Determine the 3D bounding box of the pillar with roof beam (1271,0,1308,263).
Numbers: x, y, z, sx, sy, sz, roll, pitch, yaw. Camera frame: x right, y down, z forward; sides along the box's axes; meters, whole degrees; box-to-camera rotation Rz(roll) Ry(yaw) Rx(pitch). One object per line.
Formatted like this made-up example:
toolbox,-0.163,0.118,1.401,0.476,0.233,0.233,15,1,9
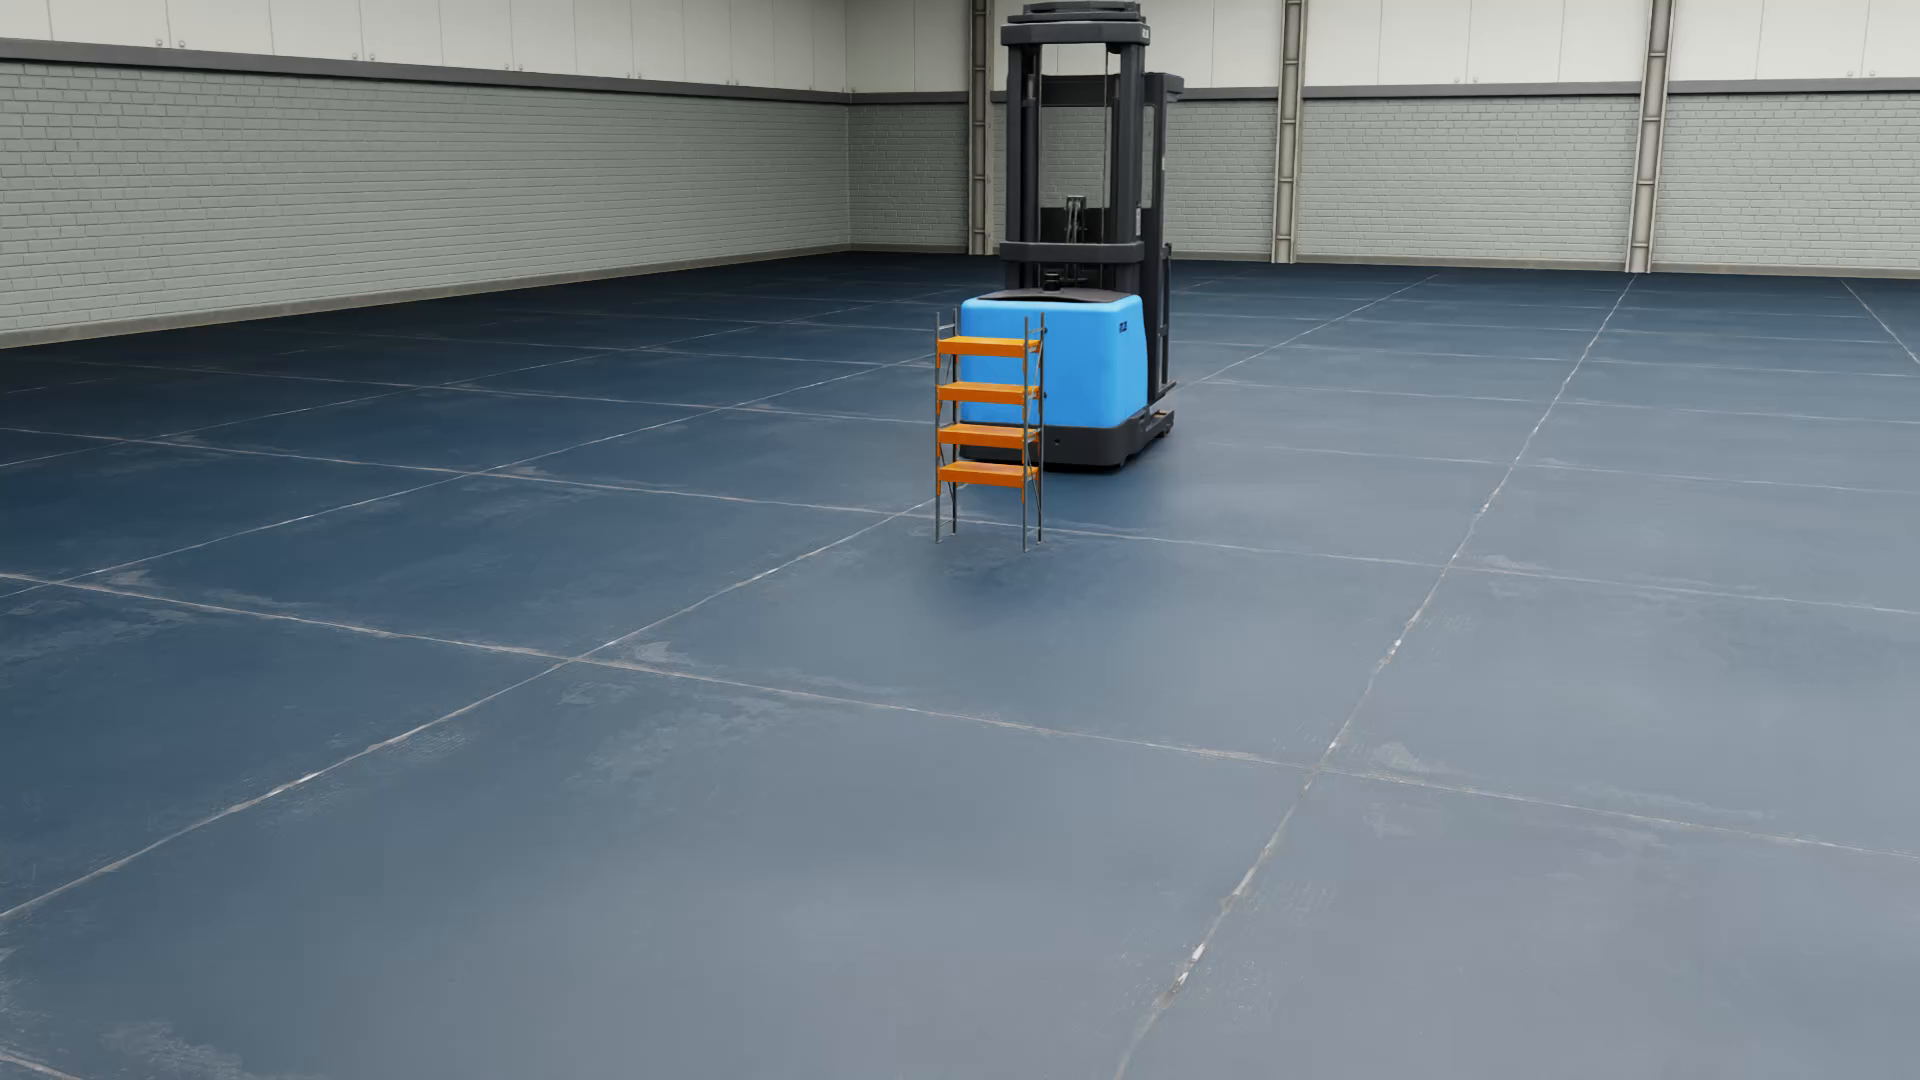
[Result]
pillar with roof beam,4.156,-8.537,25.438,0.400,9.000,9.100,6,14,23

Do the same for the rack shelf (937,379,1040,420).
rack shelf,0.151,-0.721,8.517,0.480,0.148,0.258,6,14,23

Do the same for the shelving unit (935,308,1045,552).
shelving unit,0.151,-0.569,8.552,0.503,1.200,0.258,6,14,23

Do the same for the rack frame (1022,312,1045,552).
rack frame,0.374,-0.546,8.456,0.015,1.200,0.240,6,14,23

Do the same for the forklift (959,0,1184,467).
forklift,0.923,-2.182,11.636,1.130,2.935,3.031,4,14,17

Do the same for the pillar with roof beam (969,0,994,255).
pillar with roof beam,-1.330,-9.092,27.804,0.400,9.000,9.100,6,14,23

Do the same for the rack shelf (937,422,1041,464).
rack shelf,0.151,-0.503,8.568,0.480,0.148,0.258,6,14,23

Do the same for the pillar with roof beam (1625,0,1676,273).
pillar with roof beam,9.642,-7.982,23.072,0.400,9.000,9.100,6,14,23

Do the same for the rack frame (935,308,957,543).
rack frame,-0.072,-0.591,8.649,0.015,1.200,0.240,6,14,23

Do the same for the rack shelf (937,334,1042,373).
rack shelf,0.151,-0.951,8.463,0.480,0.148,0.258,6,14,23

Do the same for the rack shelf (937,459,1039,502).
rack shelf,0.151,-0.310,8.613,0.480,0.148,0.258,6,14,23
